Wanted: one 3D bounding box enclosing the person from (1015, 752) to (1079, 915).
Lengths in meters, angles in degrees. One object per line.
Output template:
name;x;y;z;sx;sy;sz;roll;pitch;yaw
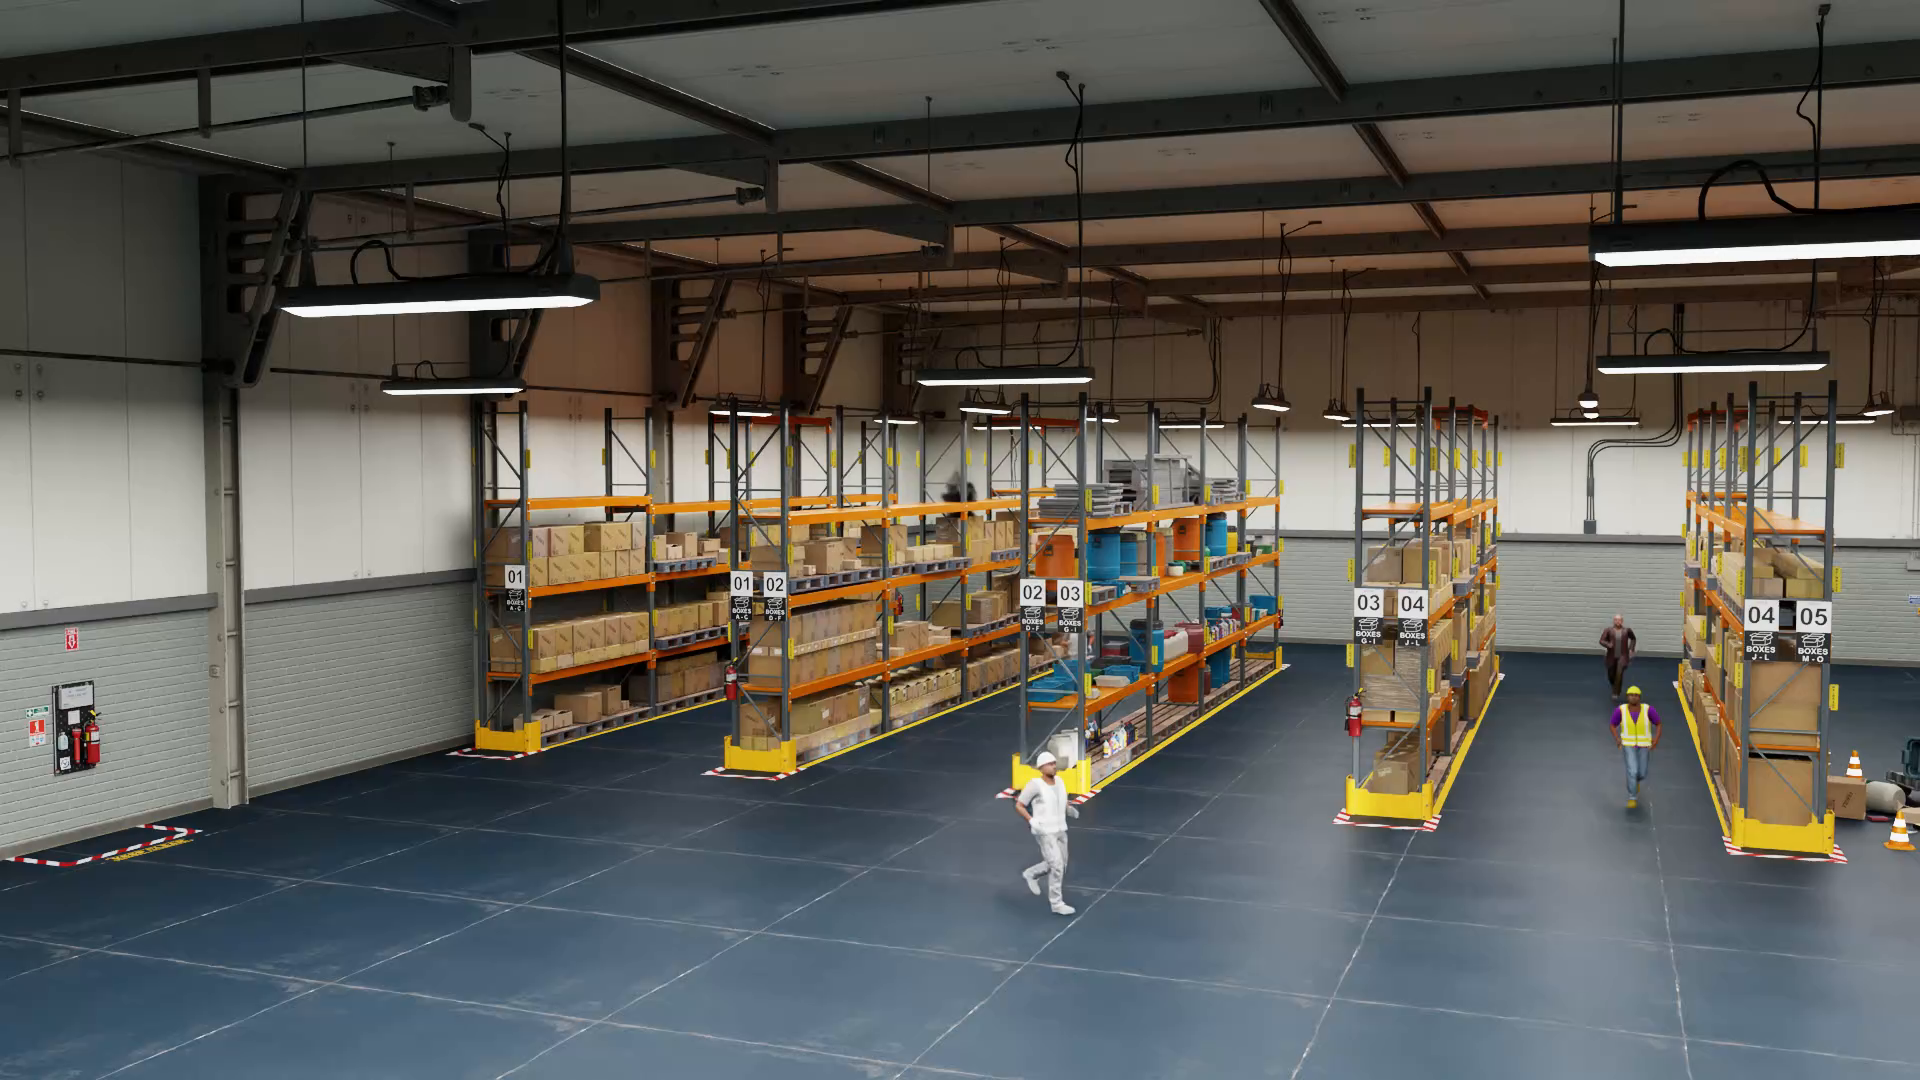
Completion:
person;0.966;3.229;18.444;0.697;1.753;0.839;-3;4;-45

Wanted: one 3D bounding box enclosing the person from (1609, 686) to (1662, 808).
person;9.767;2.970;24.071;0.689;1.748;0.656;1;3;19

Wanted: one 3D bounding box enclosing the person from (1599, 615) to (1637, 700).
person;13.708;2.430;34.670;0.712;1.751;0.903;1;3;25

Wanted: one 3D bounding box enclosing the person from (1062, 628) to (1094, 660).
person;2.421;2.412;34.313;0.648;1.809;0.920;0;3;9
